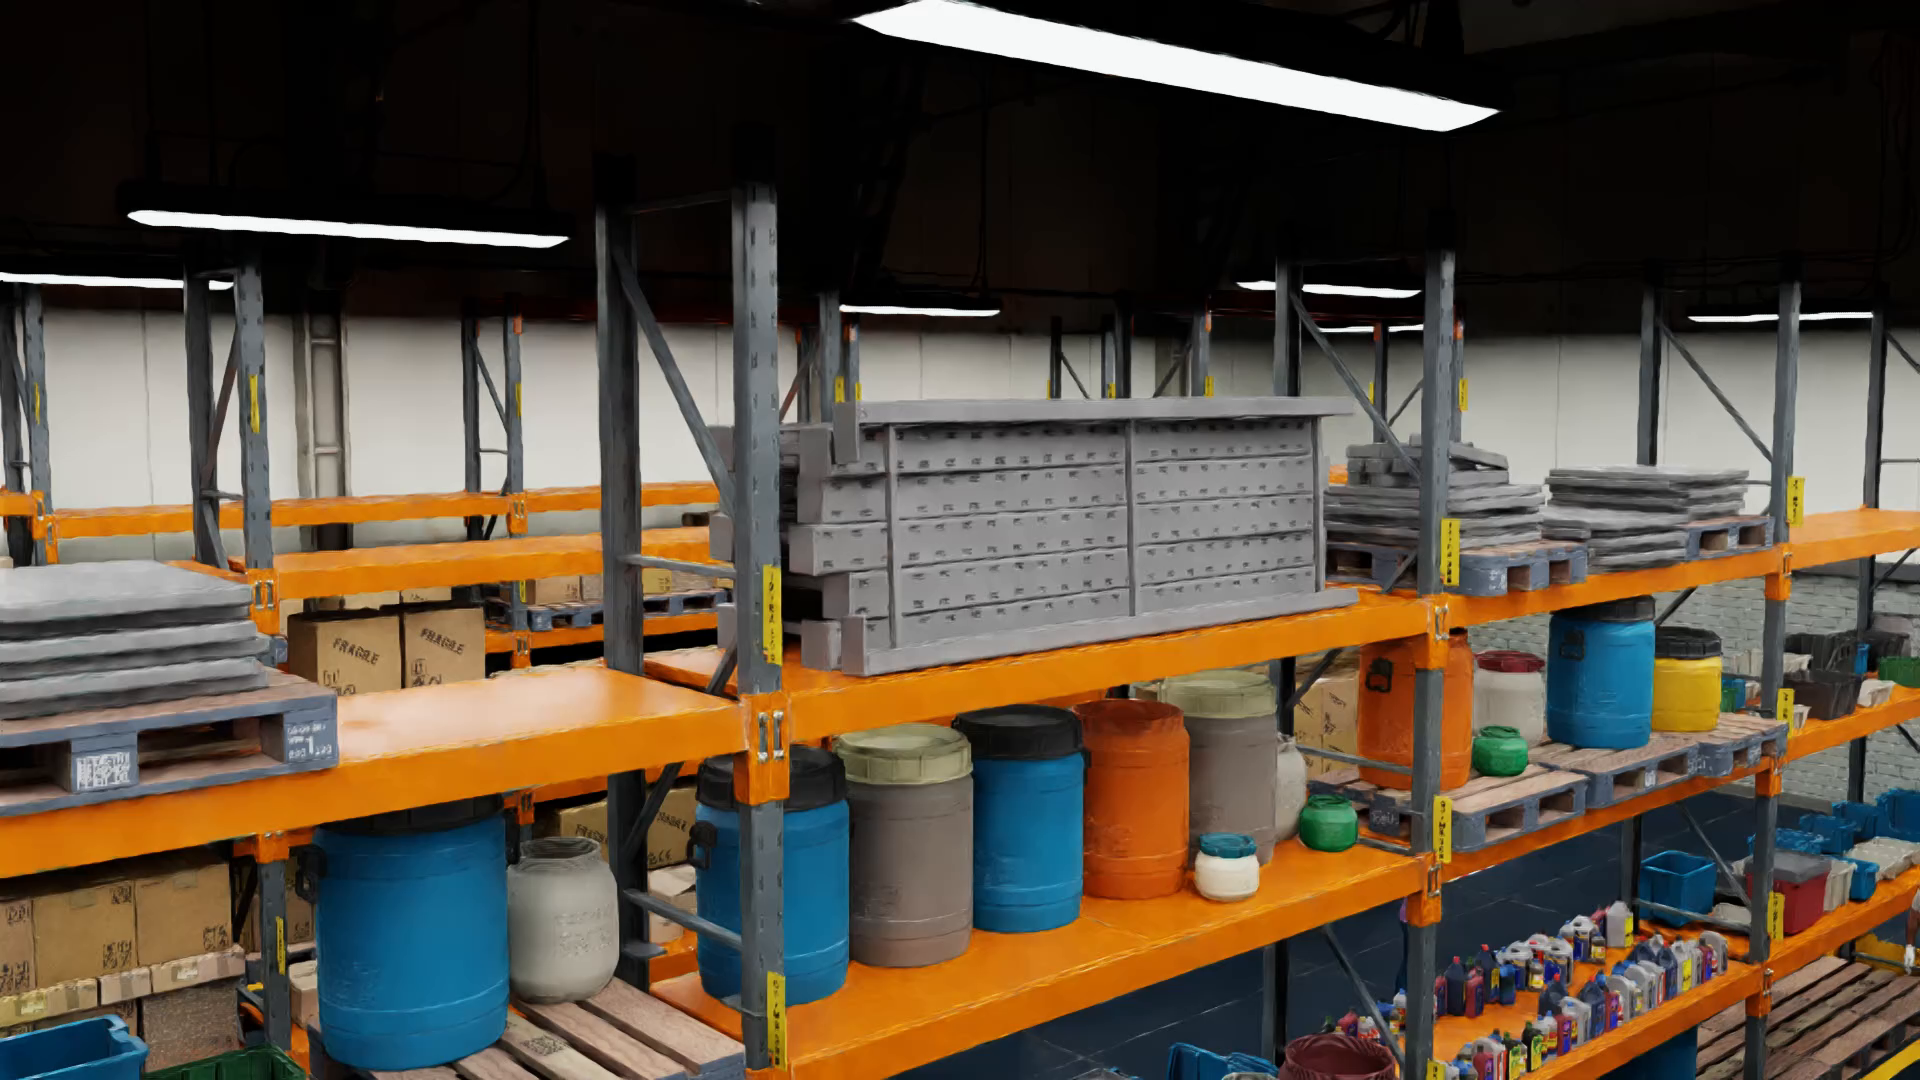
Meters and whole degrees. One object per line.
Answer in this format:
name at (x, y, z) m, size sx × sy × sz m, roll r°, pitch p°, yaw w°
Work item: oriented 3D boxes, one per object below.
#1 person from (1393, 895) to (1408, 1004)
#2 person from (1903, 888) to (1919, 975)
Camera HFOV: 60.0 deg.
person at (3.733, 3.087, 13.421) m, size 0.420 × 1.602 × 0.505 m, roll 2°, pitch 6°, yaw 25°
person at (7.492, 3.123, 12.440) m, size 0.700 × 1.749 × 0.697 m, roll 5°, pitch 7°, yaw 41°
